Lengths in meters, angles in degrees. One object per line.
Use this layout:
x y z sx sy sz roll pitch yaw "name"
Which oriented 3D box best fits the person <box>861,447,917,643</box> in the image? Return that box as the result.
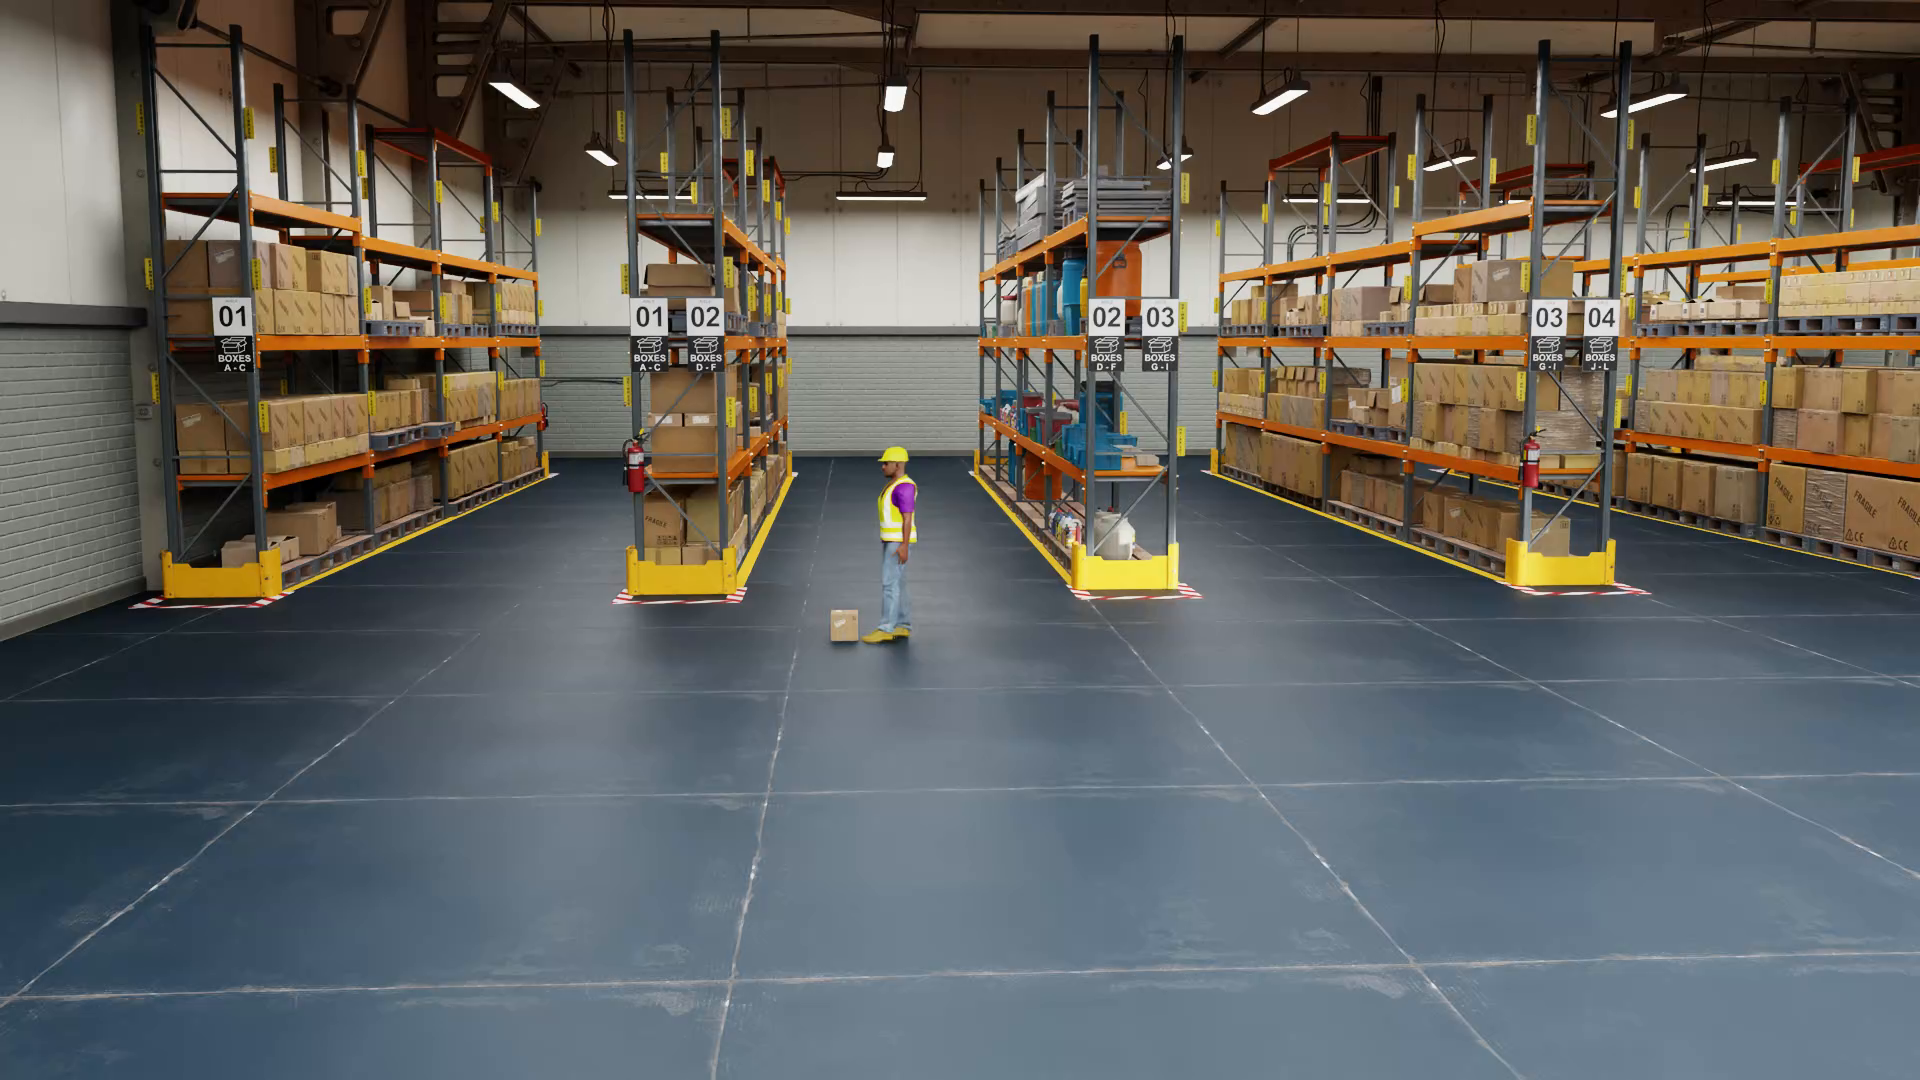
-0.682 0.030 15.319 0.548 1.774 0.583 -2 7 -13 "person"
